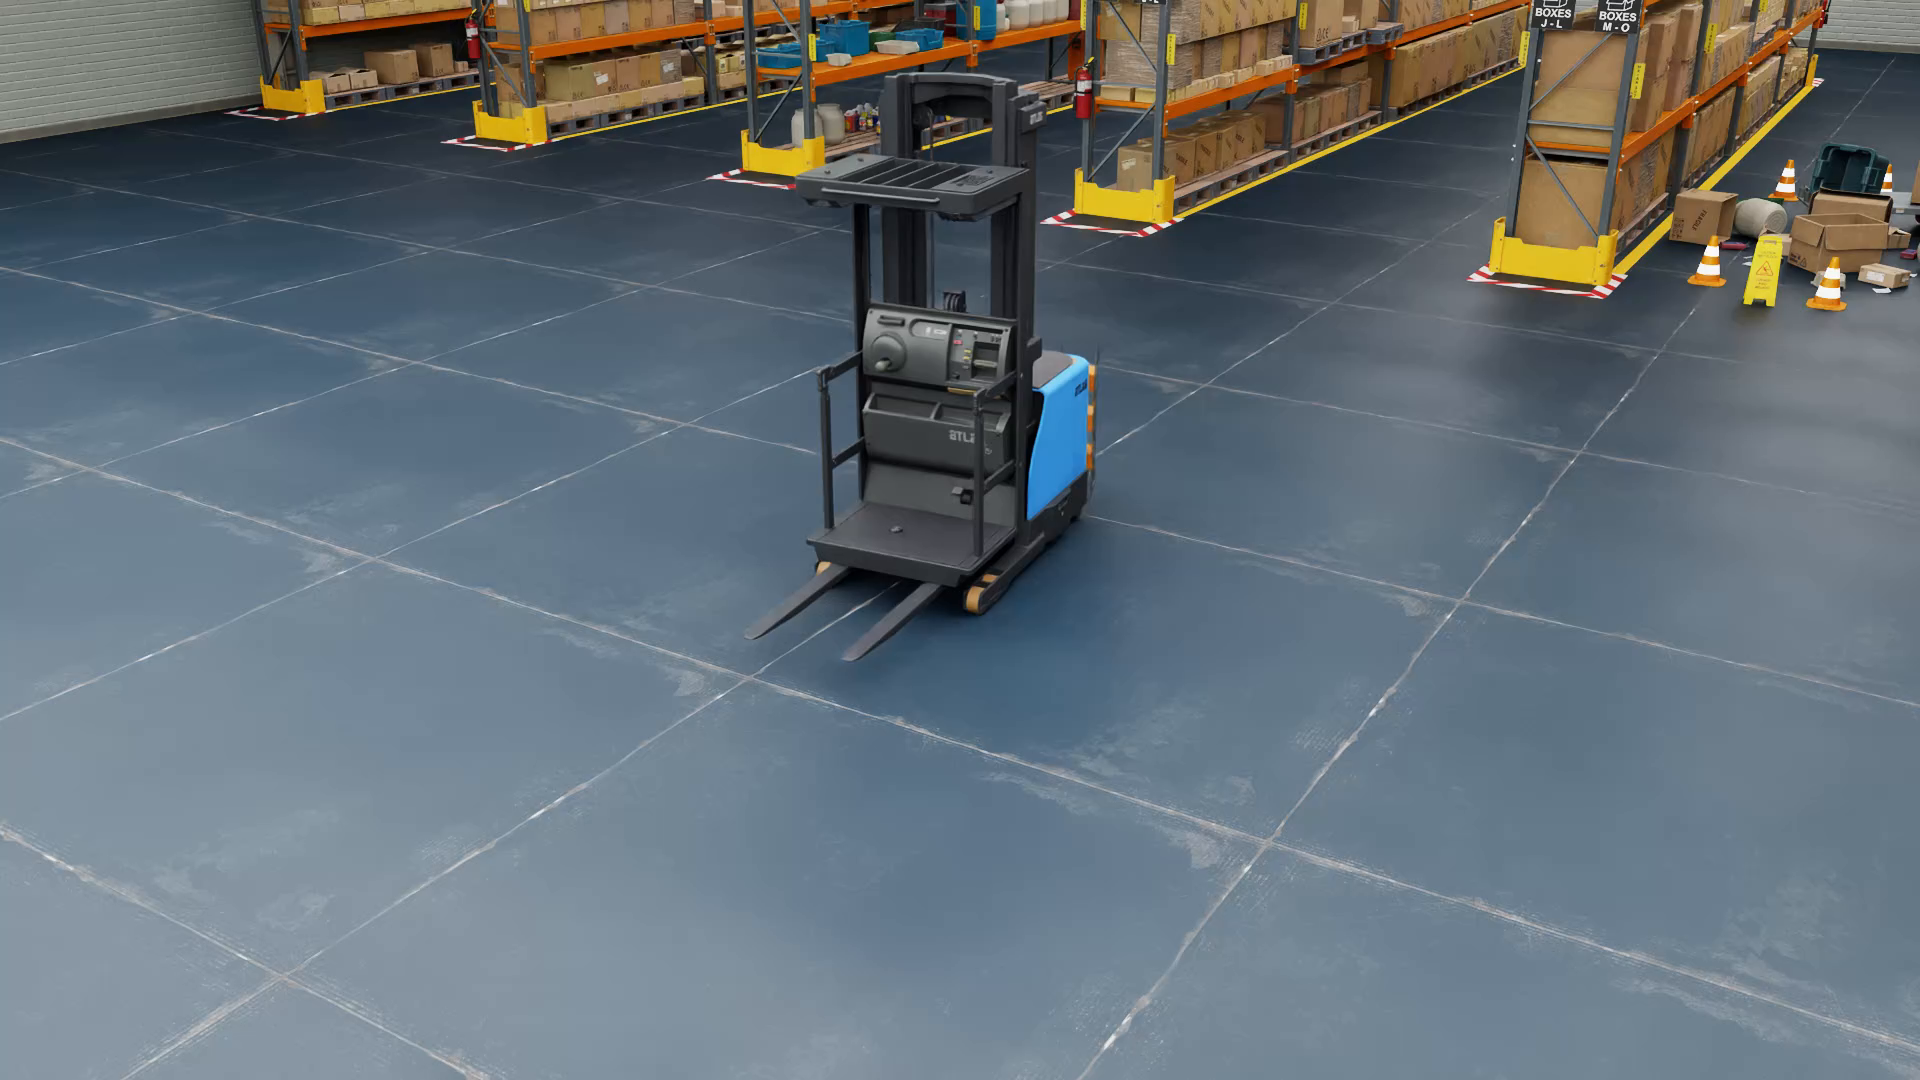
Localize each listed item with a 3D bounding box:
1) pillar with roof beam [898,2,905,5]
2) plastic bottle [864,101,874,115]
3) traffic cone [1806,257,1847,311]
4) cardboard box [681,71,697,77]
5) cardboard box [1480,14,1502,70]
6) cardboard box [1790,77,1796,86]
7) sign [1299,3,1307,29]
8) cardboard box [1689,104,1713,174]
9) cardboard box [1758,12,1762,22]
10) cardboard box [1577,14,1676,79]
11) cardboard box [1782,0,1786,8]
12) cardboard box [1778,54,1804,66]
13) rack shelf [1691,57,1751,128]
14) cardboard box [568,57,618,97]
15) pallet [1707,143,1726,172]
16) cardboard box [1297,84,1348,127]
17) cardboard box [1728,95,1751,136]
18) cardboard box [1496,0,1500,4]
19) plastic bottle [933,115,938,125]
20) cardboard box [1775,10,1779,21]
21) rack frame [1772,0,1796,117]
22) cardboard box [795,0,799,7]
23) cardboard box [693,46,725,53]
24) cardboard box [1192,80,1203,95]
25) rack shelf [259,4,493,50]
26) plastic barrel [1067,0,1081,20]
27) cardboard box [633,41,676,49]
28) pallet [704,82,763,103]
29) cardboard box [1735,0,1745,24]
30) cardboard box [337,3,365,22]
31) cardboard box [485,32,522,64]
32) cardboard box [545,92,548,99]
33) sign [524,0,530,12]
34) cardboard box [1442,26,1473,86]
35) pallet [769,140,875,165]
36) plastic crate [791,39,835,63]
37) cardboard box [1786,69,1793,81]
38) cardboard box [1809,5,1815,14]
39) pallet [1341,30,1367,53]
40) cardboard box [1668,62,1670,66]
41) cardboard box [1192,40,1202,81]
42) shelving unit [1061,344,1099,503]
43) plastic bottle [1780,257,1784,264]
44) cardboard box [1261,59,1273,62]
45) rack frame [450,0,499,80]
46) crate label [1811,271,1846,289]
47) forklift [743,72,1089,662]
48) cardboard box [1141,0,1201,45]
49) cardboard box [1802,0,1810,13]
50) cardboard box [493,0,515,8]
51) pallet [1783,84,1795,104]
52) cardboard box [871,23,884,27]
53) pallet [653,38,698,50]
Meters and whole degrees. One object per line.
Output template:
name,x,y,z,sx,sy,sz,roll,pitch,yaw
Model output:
pillar with roof beam,2.041,-16.628,37.832,9.100,9.000,0.400,14,27,29
plastic bottle,-1.321,-6.151,23.964,0.144,0.351,0.185,14,27,29
traffic cone,8.307,-2.462,15.855,0.336,0.463,0.334,14,27,29
cardboard box,-4.452,-7.729,27.760,0.500,0.250,0.500,14,27,28
cardboard box,9.100,-8.947,29.788,0.875,0.875,0.875,14,27,29
cardboard box,13.755,-7.707,27.837,0.380,0.149,0.250,14,27,30
sign,4.454,-6.806,21.606,0.100,0.325,0.005,14,27,29
cardboard box,8.913,-5.160,21.196,1.050,0.750,0.750,14,27,29
cardboard box,11.097,-7.399,23.480,0.380,0.149,0.250,14,27,29
cardboard box,6.891,-5.143,17.307,0.875,0.550,0.550,14,27,29
cardboard box,12.328,-8.185,25.294,0.380,0.149,0.250,15,27,31
cardboard box,13.921,-8.059,27.901,0.380,0.149,0.250,15,28,31
rack shelf,9.205,-5.791,21.257,1.077,0.370,4.000,14,27,29
cardboard box,-5.548,-6.997,25.126,0.500,0.500,0.500,14,27,29
pallet,9.780,-5.266,22.650,1.003,0.211,1.213,14,27,29
cardboard box,5.188,-6.312,24.147,0.700,0.500,0.500,16,28,33
cardboard box,10.850,-6.027,23.515,0.500,0.500,0.500,13,26,27
cardboard box,9.331,-9.572,29.402,0.380,0.149,0.250,14,27,30
plastic bottle,-0.415,-6.202,24.080,0.144,0.351,0.185,12,26,26
cardboard box,12.059,-7.877,24.957,0.380,0.149,0.250,14,27,29
rack frame,12.370,-8.146,25.792,1.000,3.000,0.127,14,27,29
cardboard box,-2.940,-9.390,28.980,0.380,0.149,0.250,16,28,33
cardboard box,-4.186,-8.159,28.048,0.500,0.311,0.500,15,27,30
cardboard box,2.639,-5.351,19.651,0.380,0.149,0.250,14,27,29
rack shelf,-9.690,-8.629,27.812,1.077,0.370,4.000,14,27,29
plastic barrel,1.904,-8.750,27.016,0.600,0.536,0.708,14,27,29
cardboard box,-4.935,-7.781,26.937,0.500,0.500,0.500,14,27,29
pallet,-4.069,-7.574,27.981,1.003,0.211,1.213,14,27,29
cardboard box,10.014,-7.152,22.110,0.700,0.500,0.500,14,27,29
cardboard box,-9.956,-8.501,26.774,0.500,0.250,0.500,13,27,27
cardboard box,-8.261,-8.941,30.220,0.700,0.500,0.500,15,28,31
cardboard box,-6.249,-6.592,25.134,0.500,0.250,0.500,14,27,29
sign,-6.066,-7.562,23.254,0.100,0.325,0.005,14,27,29
cardboard box,7.889,-8.217,28.102,1.225,0.875,0.875,14,27,29
pallet,-1.895,-5.237,22.581,1.003,0.211,1.213,14,27,29
plastic crate,-1.971,-6.589,22.382,0.499,0.251,0.408,14,27,29
cardboard box,13.485,-7.667,27.370,0.380,0.149,0.250,14,27,29
cardboard box,14.150,-8.957,27.981,0.380,0.149,0.250,15,27,30
pallet,5.090,-7.105,23.629,1.003,0.211,1.213,14,27,29
cardboard box,7.310,-5.040,18.428,0.875,0.550,0.550,14,27,29
cardboard box,2.355,-5.726,19.701,0.875,0.500,0.500,14,27,29
shelving unit,0.788,-0.783,11.237,0.252,1.050,0.215,4,24,9
plastic bottle,8.589,-2.977,17.549,0.133,0.061,0.283,5,24,11
cardboard box,3.803,-6.116,21.419,0.380,0.149,0.250,14,27,29
rack frame,-8.635,-9.634,29.228,1.000,3.000,0.127,14,27,29
crate label,8.669,-2.591,16.563,0.250,0.136,0.298,1,23,2
forklift,-0.229,-1.105,9.612,1.130,2.935,3.031,11,26,23
cardboard box,2.401,-5.940,18.936,0.500,0.500,0.500,14,27,29
cardboard box,13.396,-8.774,26.742,0.500,0.500,0.500,13,27,28
cardboard box,-6.495,-7.760,23.956,0.380,0.149,0.250,13,27,28
pallet,13.337,-7.514,27.842,1.003,0.211,1.213,14,27,29
cardboard box,-1.748,-9.541,31.607,0.500,0.500,0.500,13,27,27
pallet,-6.045,-9.955,33.479,1.003,0.211,1.213,14,27,29
